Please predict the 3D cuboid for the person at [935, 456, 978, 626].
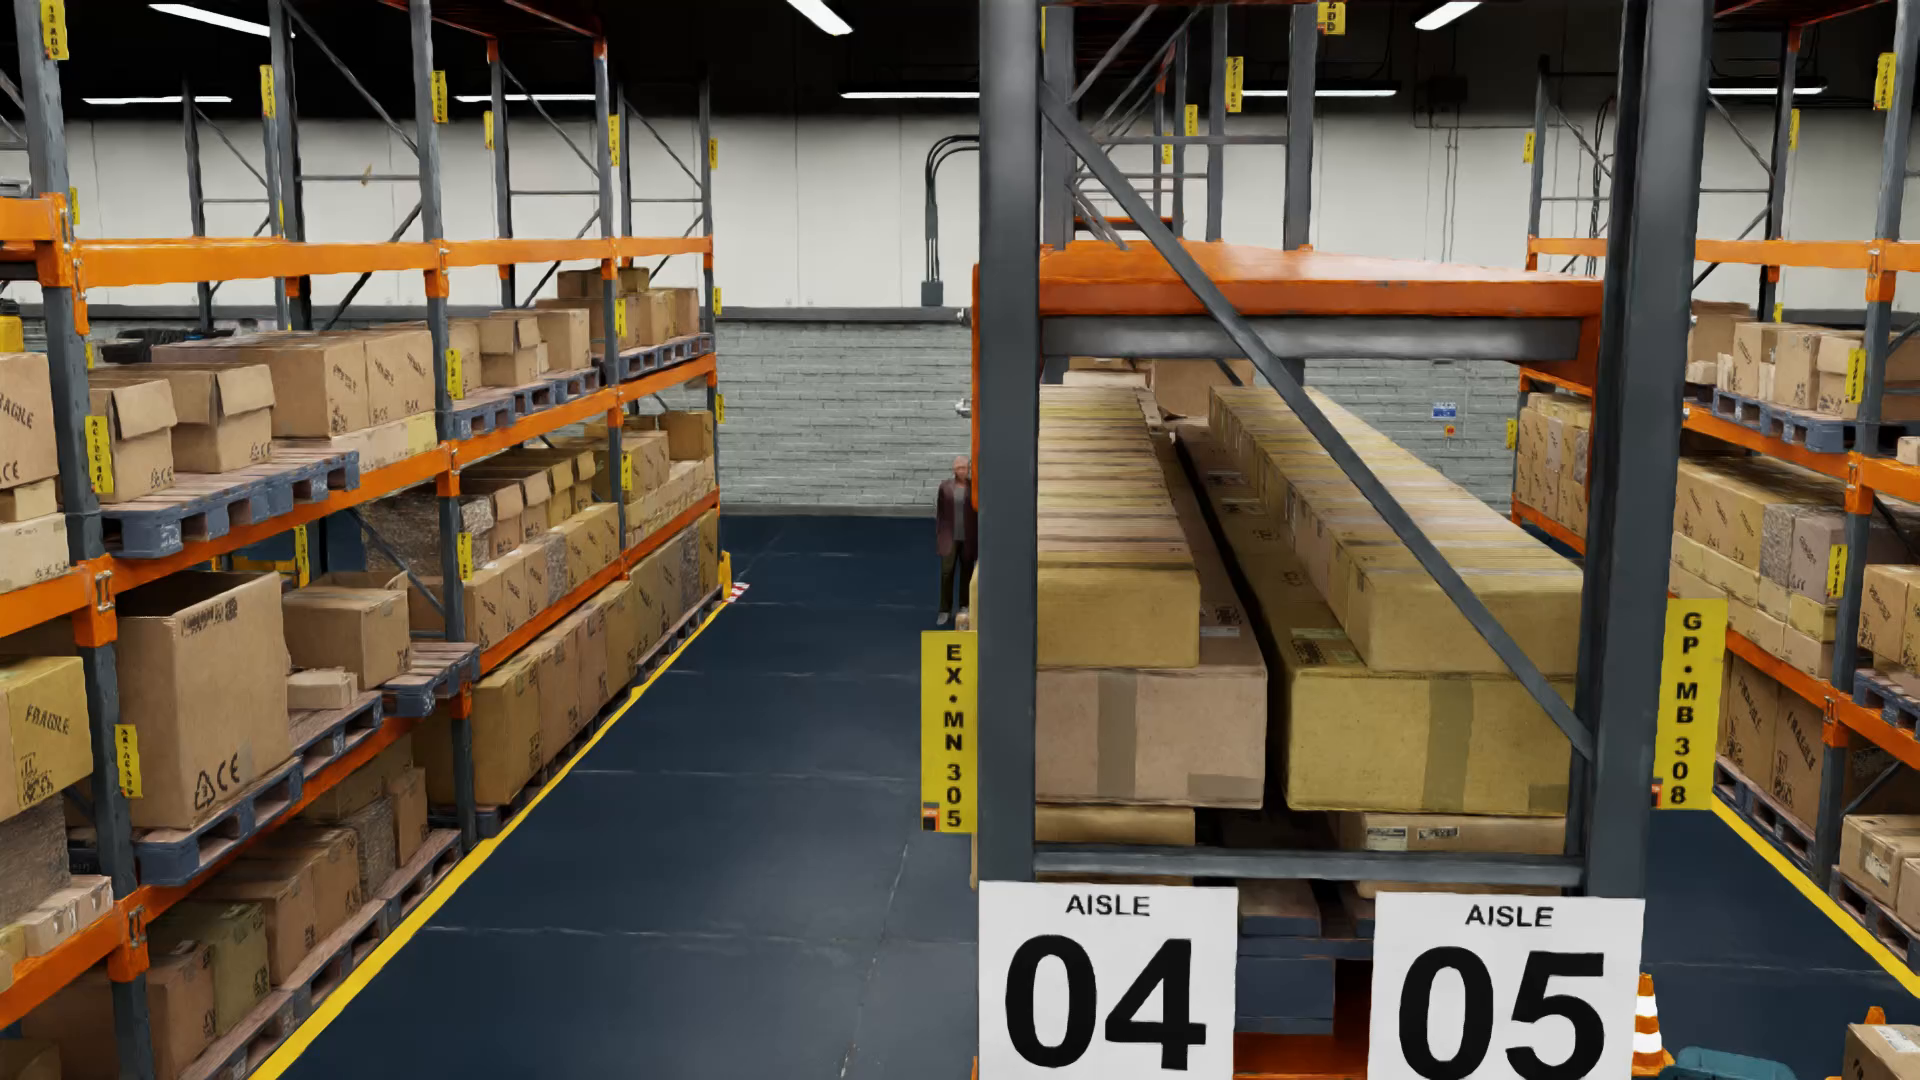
[{"bbox_3d":[0.012,-0.003,17.995,0.583,1.806,0.641,1,11,3],"label":"person"}]
